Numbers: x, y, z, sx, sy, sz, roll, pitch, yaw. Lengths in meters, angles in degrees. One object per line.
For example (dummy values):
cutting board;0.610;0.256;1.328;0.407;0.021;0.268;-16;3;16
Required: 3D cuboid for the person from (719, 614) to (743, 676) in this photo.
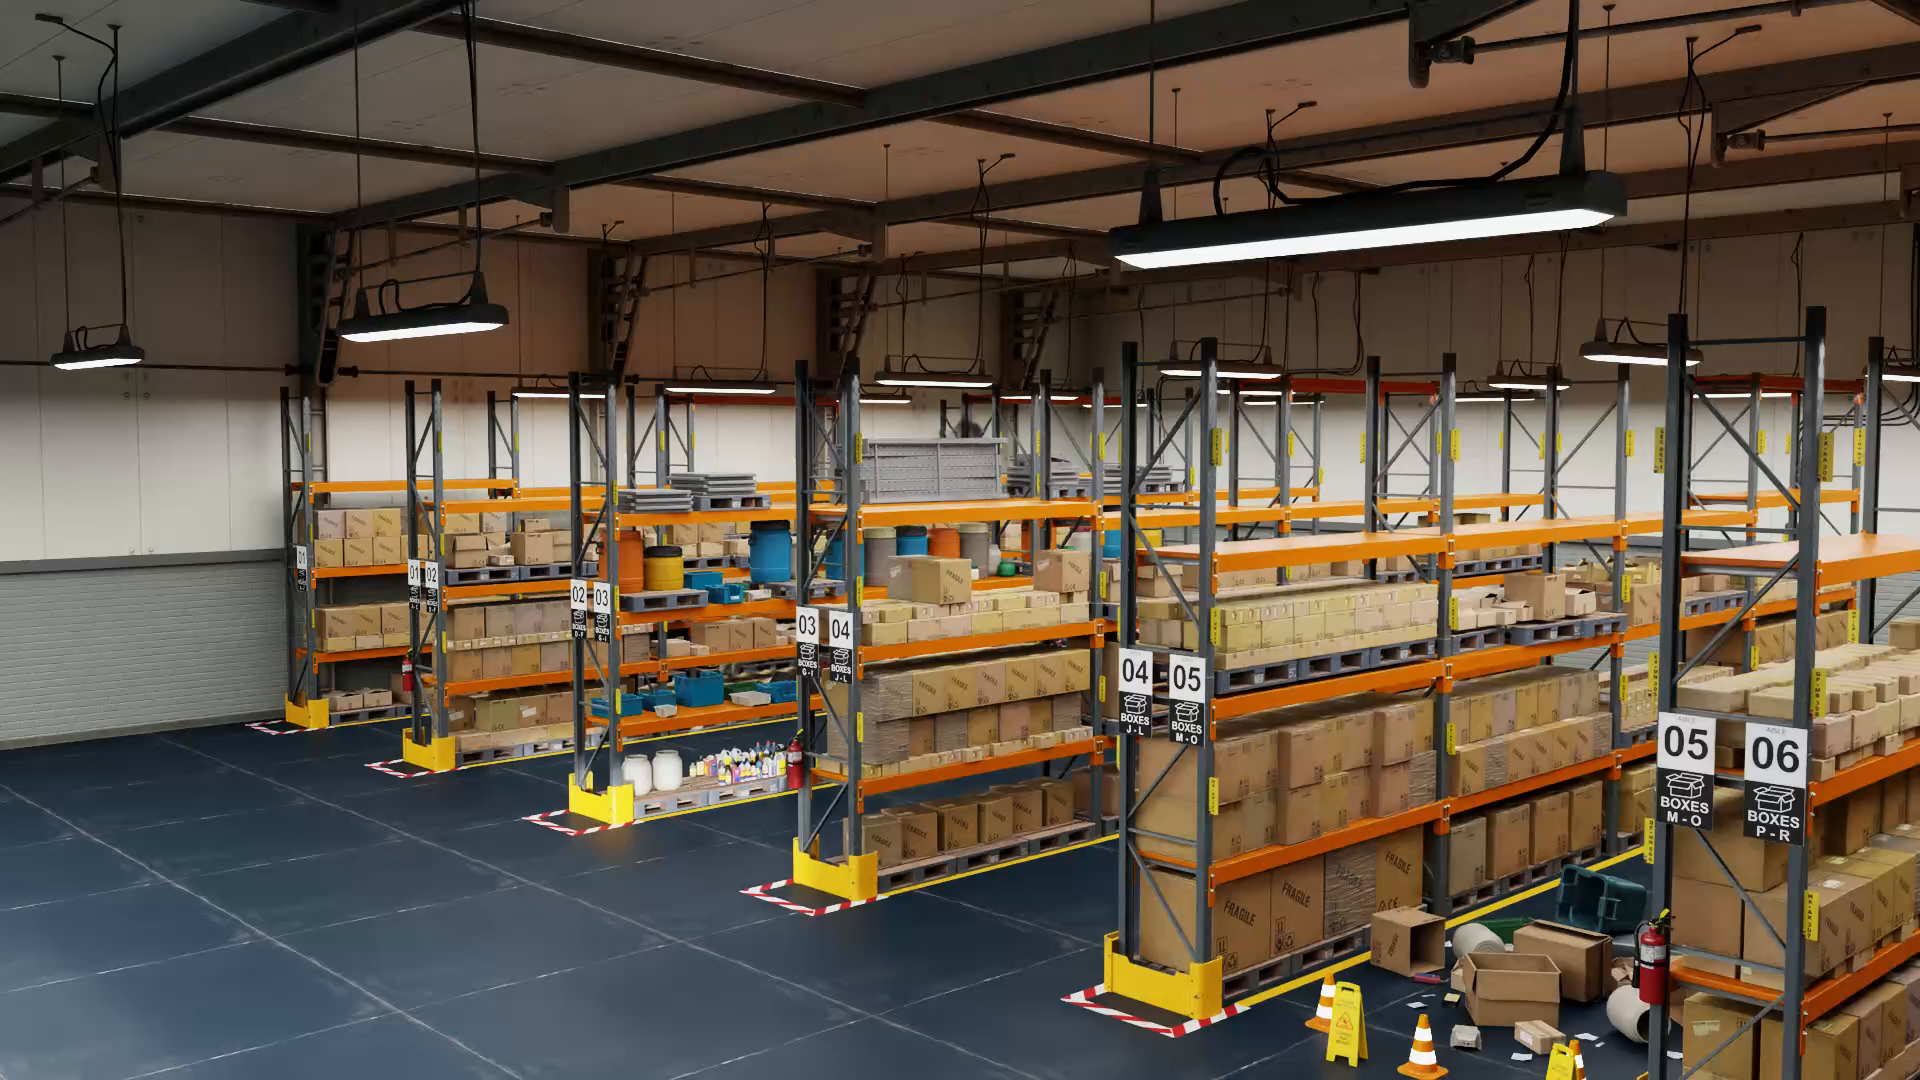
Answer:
person;-4.503;2.258;32.816;0.606;1.626;0.531;2;4;34
